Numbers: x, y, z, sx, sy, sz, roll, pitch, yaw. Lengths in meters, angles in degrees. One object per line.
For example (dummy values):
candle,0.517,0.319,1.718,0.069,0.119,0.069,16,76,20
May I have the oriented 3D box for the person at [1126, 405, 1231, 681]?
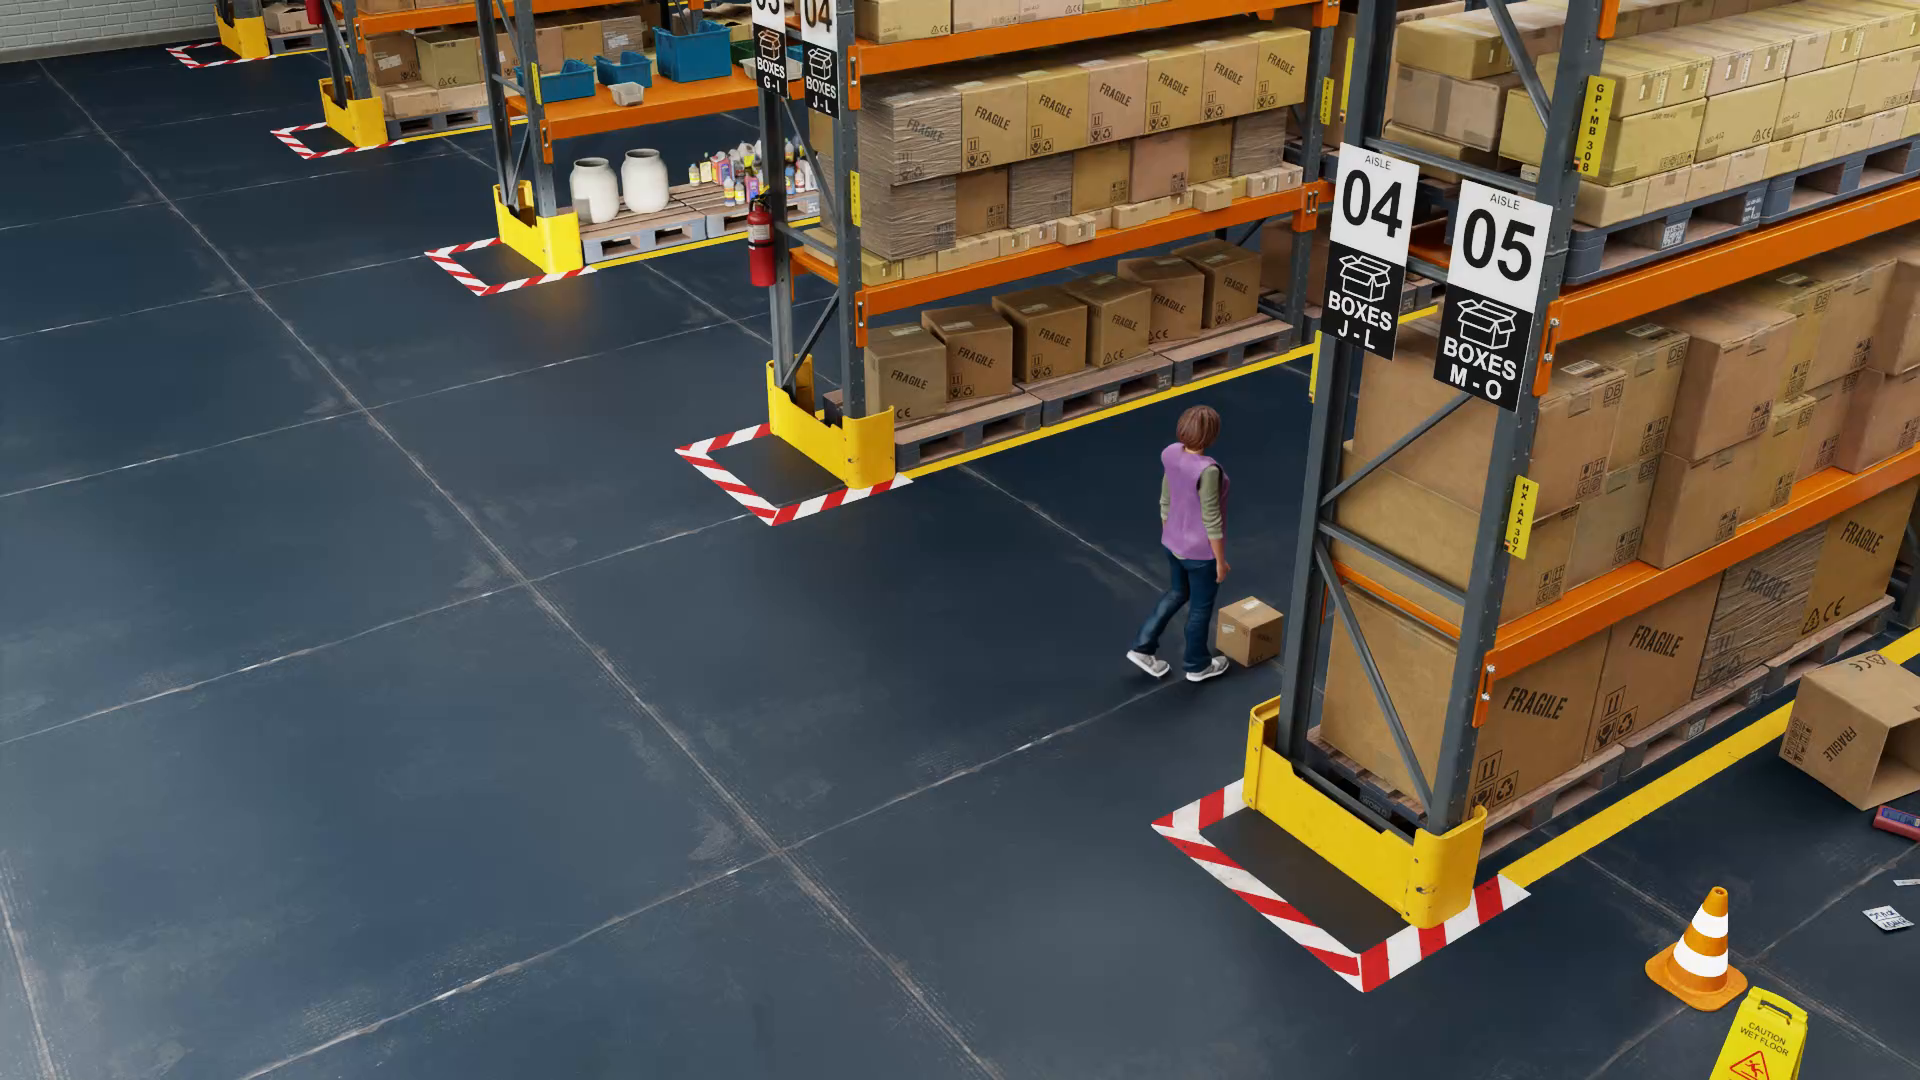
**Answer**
person,1.201,0.043,8.543,0.540,1.600,0.444,-15,32,-24
